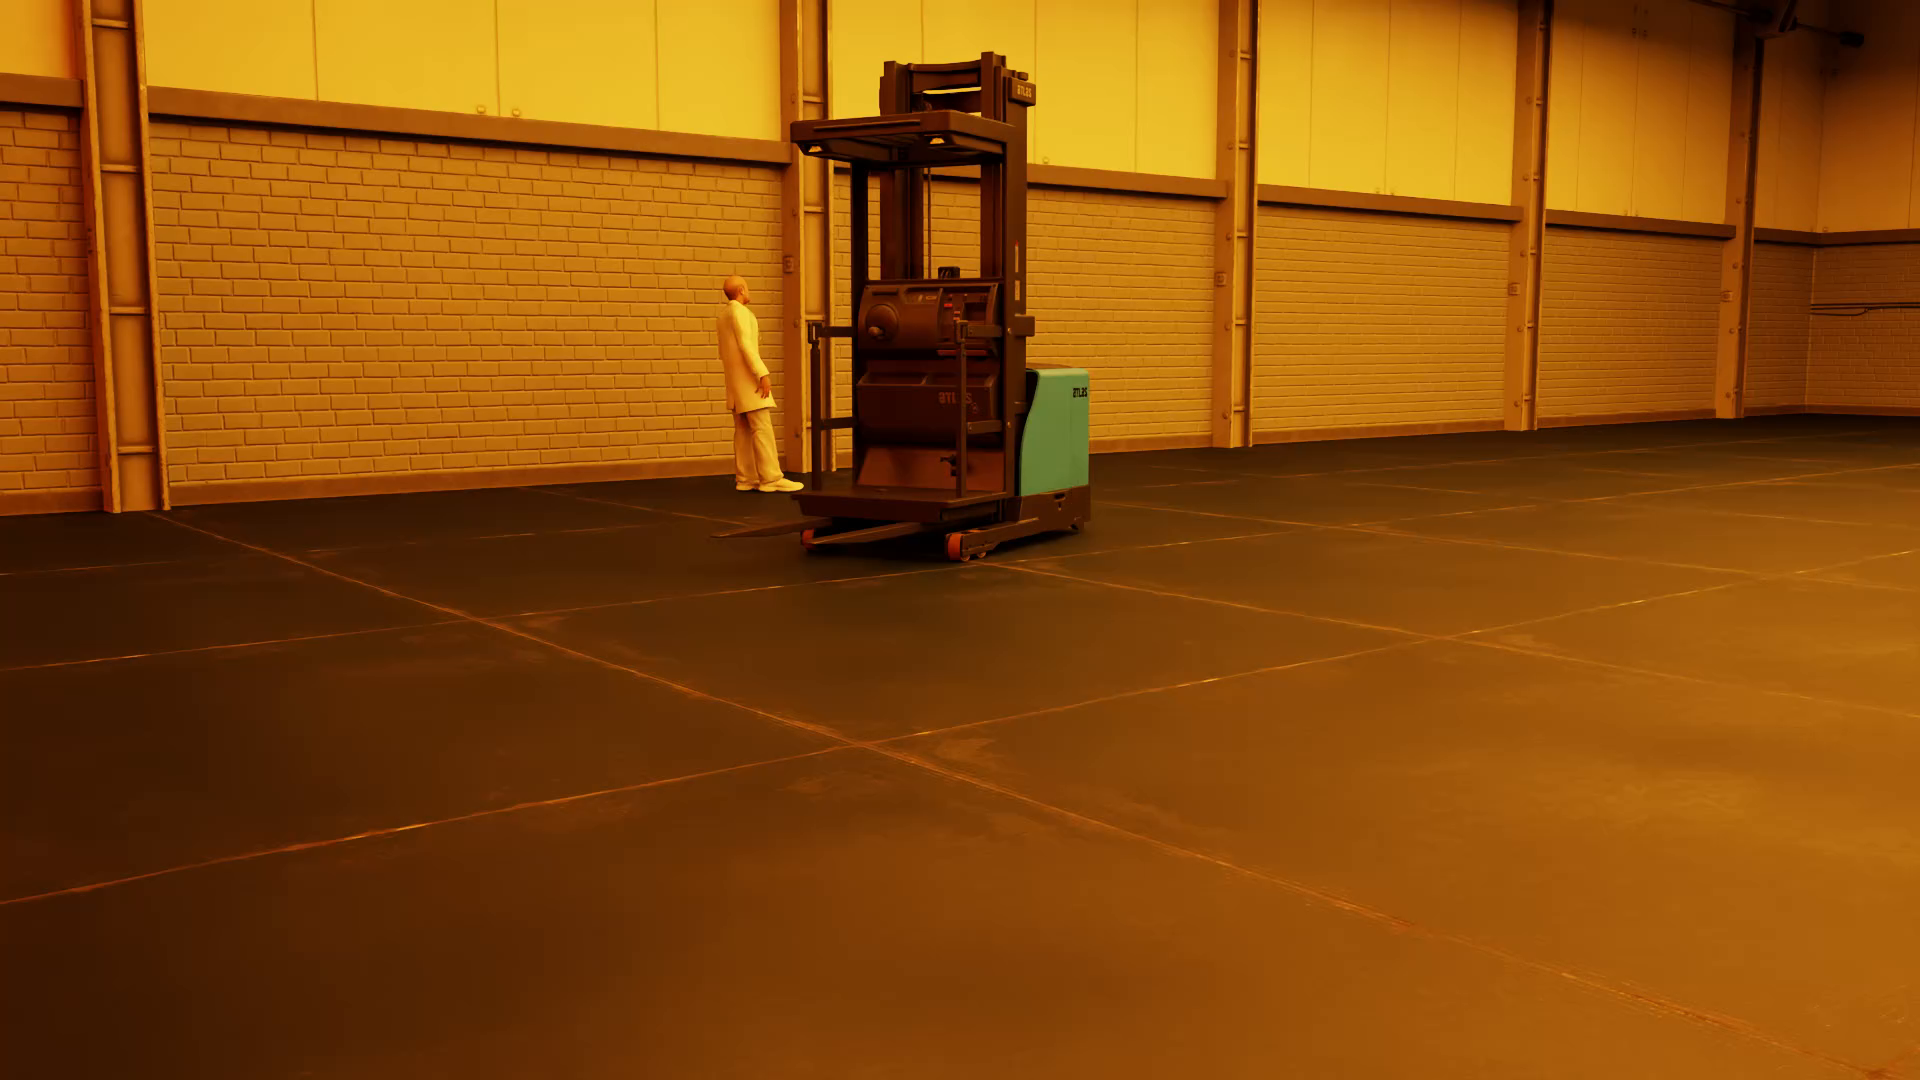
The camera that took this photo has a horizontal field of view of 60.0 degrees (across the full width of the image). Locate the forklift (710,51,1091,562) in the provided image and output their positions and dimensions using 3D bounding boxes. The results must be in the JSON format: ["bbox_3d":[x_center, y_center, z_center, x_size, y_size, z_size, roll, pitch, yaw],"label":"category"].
[{"bbox_3d":[-0.297,-1.392,9.799,1.130,2.935,3.031,4,8,29],"label":"forklift"}]

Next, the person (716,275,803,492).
[{"bbox_3d":[-1.691,-1.302,13.842,0.581,1.777,0.698,-4,8,-28],"label":"person"}]
